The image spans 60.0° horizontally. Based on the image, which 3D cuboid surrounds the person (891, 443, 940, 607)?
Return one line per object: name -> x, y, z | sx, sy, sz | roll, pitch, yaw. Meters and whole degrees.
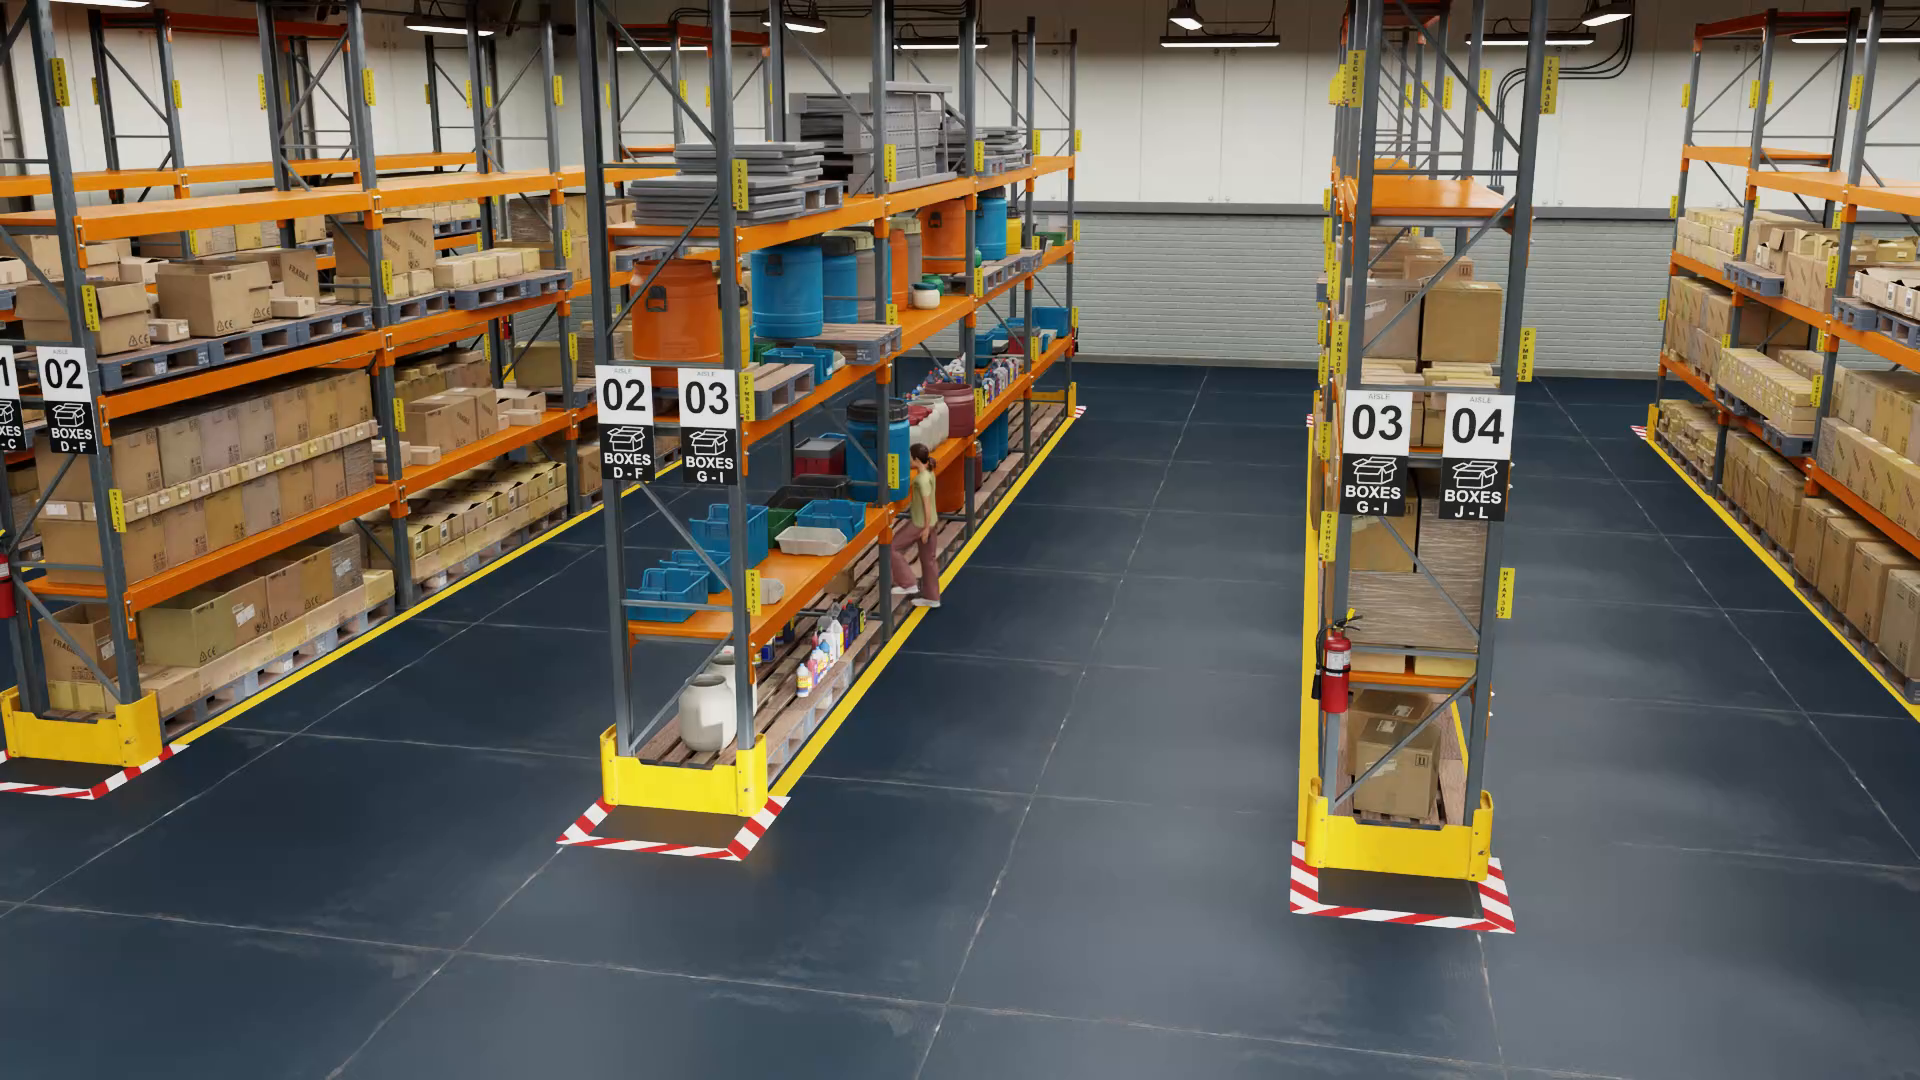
person -> -0.466, -0.137, 16.493 | 0.536, 1.678, 0.508 | 2, 15, 9
